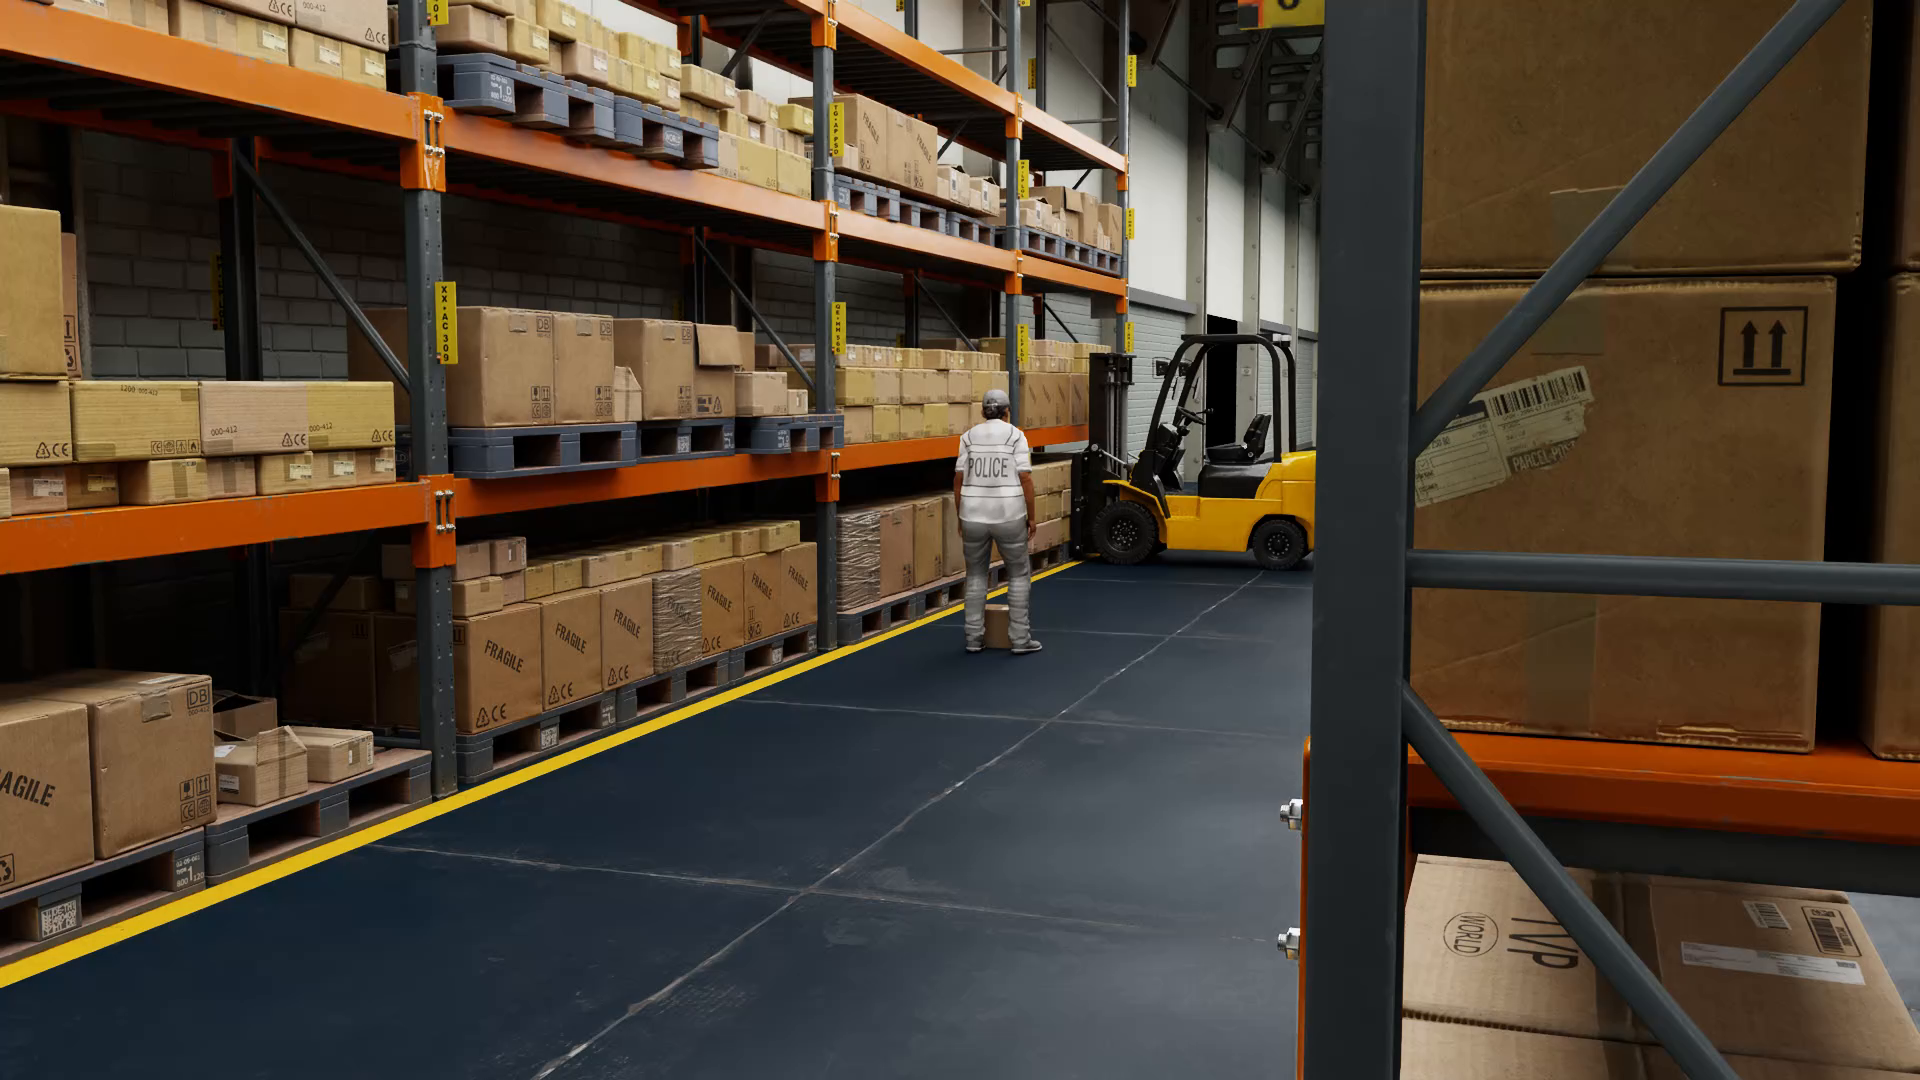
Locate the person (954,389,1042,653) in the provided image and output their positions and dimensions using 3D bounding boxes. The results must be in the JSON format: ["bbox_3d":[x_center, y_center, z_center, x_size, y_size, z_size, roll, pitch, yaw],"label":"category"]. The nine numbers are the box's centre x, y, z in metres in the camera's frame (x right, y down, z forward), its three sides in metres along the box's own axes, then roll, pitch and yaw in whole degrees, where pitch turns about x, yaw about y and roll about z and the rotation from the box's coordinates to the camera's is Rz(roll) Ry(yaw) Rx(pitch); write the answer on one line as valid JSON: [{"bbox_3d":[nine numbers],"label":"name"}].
[{"bbox_3d":[0.234,-0.121,10.515,0.538,1.665,0.470,2,6,17],"label":"person"}]
